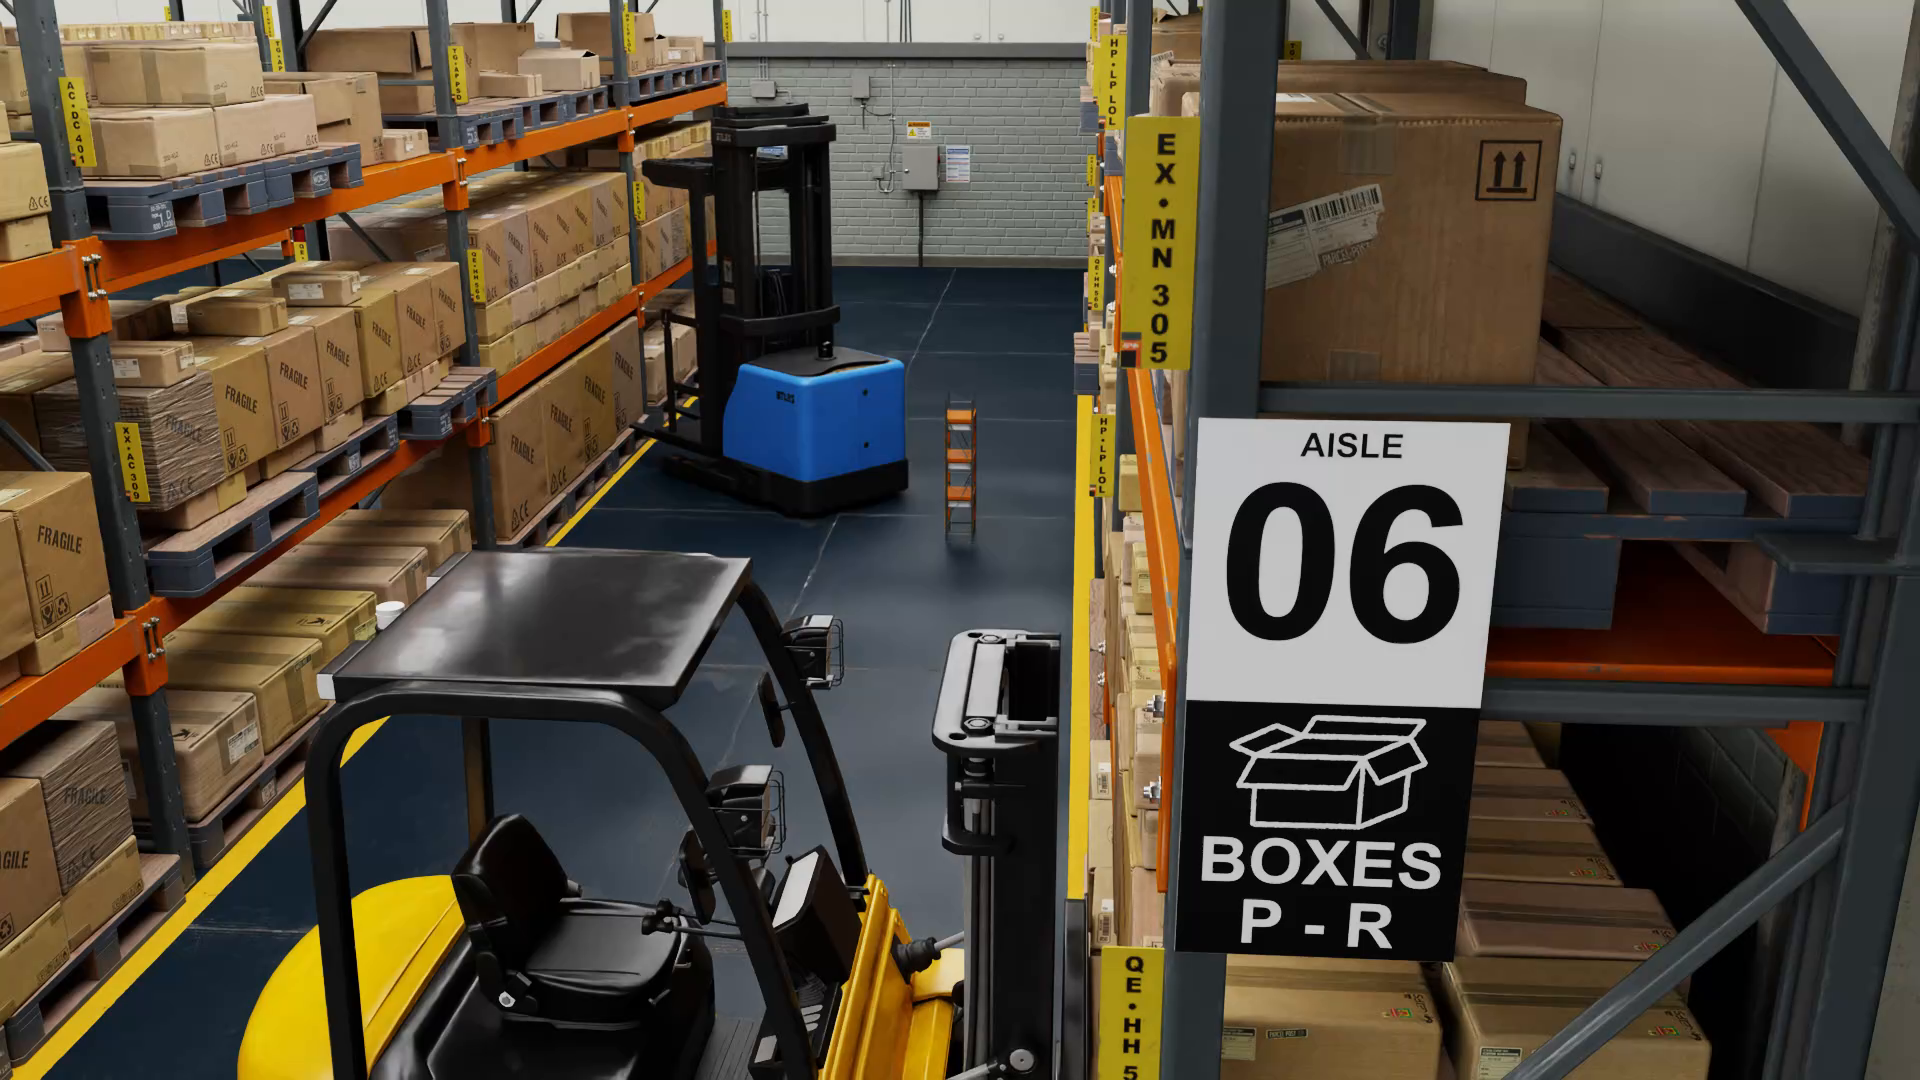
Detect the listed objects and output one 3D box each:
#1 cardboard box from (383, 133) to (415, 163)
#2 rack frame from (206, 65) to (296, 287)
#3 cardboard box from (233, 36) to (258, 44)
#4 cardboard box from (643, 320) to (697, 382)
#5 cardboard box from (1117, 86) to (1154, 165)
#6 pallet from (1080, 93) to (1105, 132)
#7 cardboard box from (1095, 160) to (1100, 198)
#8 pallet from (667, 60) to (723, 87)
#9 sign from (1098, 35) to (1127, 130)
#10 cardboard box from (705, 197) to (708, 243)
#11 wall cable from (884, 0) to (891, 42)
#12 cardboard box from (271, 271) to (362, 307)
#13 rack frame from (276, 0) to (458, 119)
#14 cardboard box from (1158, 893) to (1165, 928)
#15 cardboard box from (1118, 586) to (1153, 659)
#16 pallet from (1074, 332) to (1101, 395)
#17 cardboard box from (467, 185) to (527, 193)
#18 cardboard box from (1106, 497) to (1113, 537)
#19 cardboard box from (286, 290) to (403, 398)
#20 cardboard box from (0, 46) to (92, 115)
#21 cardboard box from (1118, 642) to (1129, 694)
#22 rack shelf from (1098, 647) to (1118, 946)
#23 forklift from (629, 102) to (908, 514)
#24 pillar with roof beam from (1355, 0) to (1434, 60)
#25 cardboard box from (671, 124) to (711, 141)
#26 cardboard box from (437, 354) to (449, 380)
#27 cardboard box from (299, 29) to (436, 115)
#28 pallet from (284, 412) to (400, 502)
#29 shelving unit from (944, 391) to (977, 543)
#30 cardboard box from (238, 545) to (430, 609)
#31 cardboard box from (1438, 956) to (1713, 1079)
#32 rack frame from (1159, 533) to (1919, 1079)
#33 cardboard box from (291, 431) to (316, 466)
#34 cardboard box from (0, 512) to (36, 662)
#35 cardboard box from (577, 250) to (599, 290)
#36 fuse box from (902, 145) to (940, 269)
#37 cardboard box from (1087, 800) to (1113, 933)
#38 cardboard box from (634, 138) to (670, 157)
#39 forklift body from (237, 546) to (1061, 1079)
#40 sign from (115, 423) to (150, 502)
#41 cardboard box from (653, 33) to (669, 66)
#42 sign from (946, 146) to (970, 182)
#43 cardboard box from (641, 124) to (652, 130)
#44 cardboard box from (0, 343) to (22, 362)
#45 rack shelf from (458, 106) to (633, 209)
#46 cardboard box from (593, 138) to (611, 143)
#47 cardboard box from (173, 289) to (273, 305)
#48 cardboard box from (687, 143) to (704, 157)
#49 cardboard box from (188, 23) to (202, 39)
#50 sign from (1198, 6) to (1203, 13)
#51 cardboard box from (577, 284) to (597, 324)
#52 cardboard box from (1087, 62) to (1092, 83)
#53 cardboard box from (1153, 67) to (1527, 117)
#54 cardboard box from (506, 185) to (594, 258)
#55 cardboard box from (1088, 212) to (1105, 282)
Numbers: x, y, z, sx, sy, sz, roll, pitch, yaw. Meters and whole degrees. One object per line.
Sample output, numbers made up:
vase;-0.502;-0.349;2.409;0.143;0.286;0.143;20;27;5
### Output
cardboard box;-3.398;-2.277;9.642;0.380;0.149;0.250;1;18;4
rack frame;-7.946;-3.715;18.444;1.000;3.000;0.127;1;18;4
cardboard box;-7.725;-5.158;17.468;0.500;0.250;0.500;1;18;2
cardboard box;-3.073;-1.846;16.181;0.875;0.438;0.875;1;18;2
cardboard box;0.898;-1.660;6.662;0.500;0.311;0.500;1;18;2
pallet;1.475;-3.097;12.042;1.213;0.211;1.003;1;18;4
cardboard box;1.541;-3.352;15.894;0.500;0.500;0.500;2;18;5
pallet;-3.044;-4.789;17.045;1.003;0.211;1.213;1;18;4
sign;0.547;-1.629;5.925;0.100;0.325;0.005;1;18;4
cardboard box;-2.850;-3.212;16.749;0.500;0.500;0.500;2;18;6
wall cable;-2.125;-8.242;22.625;2.355;3.000;0.029;1;18;4
cardboard box;-3.411;-1.334;8.821;0.380;0.149;0.250;0;18;1
rack frame;-3.575;-4.002;9.685;1.000;3.000;0.127;1;18;4
cardboard box;0.596;0.671;3.379;0.380;0.149;0.250;2;18;5
cardboard box;0.684;0.256;5.121;0.380;0.149;0.250;1;18;3
pallet;1.355;-1.163;10.962;1.213;0.211;1.003;1;18;4
cardboard box;-3.654;-2.472;12.883;0.500;0.500;0.500;1;18;3
cardboard box;0.869;-0.124;6.922;0.500;0.250;0.500;1;18;3
cardboard box;-3.392;-1.075;9.073;0.500;0.500;0.500;0;18;0
cardboard box;-3.948;-1.883;6.799;0.500;0.250;0.500;2;18;5
cardboard box;0.741;0.604;5.100;0.500;0.500;0.500;1;18;3
rack shelf;0.946;1.164;4.710;1.077;0.370;4.000;1;18;4
forklift;-1.774;-1.967;13.218;1.130;2.935;3.031;-16;24;-40
pillar with roof beam;-2.112;-3.564;8.347;9.100;9.000;0.400;1;18;4
cardboard box;-2.756;-4.190;17.084;0.380;0.149;0.250;1;18;3
cardboard box;-3.311;-1.040;10.007;0.380;0.149;0.250;2;18;5
cardboard box;-3.699;-2.946;10.439;0.797;0.503;0.637;0;18;1
pallet;-3.676;-0.444;8.770;1.003;0.211;1.213;1;18;4
shelving unit;0.004;-0.516;11.810;0.215;1.050;0.252;1;18;4
cardboard box;-3.671;0.302;9.729;0.950;0.372;0.625;1;18;3
cardboard box;1.040;0.846;2.843;0.380;0.149;0.250;1;18;3
rack frame;0.802;1.443;2.702;1.000;3.000;0.127;1;18;4
cardboard box;-3.457;-0.477;8.289;0.380;0.149;0.250;1;18;4
cardboard box;-3.676;0.206;5.840;0.500;0.500;0.500;2;18;6
cardboard box;-3.137;-2.101;12.956;0.500;0.250;0.500;2;18;5
fuse box;-0.536;-4.683;23.468;0.539;1.711;0.414;1;18;4
cardboard box;0.695;1.134;5.780;0.500;0.250;0.500;1;18;4
cardboard box;-2.901;-3.635;15.391;0.380;0.149;0.250;1;18;2
forklift body;-0.881;1.217;4.756;2.313;2.155;1.214;1;18;4
sign;-3.320;-0.311;6.664;0.100;0.325;0.005;1;18;4
cardboard box;-3.159;-4.802;16.253;0.500;0.311;0.500;2;18;5
sign;-0.029;-5.304;23.444;0.329;0.494;0.001;1;18;4
cardboard box;-3.384;-4.202;17.121;0.380;0.149;0.250;2;18;6
cardboard box;-8.084;-1.445;13.650;0.500;0.250;0.500;2;18;7
rack shelf;-3.432;-2.856;12.160;1.077;0.370;4.000;1;18;4
cardboard box;-3.447;-3.642;15.411;0.380;0.149;0.250;1;18;3
cardboard box;-3.900;-1.078;9.083;0.500;0.500;0.500;2;18;5
cardboard box;-2.846;-3.687;16.592;0.500;0.500;0.500;1;18;4
cardboard box;-7.799;-5.071;16.561;0.380;0.149;0.250;1;18;3
sign;2.502;-5.354;17.206;0.100;0.325;0.005;1;18;4
cardboard box;-3.162;-1.863;13.032;0.500;0.250;0.500;1;18;2
cardboard box;1.191;-3.674;13.068;0.380;0.149;0.250;1;18;5
cardboard box;0.764;-0.736;3.539;0.700;0.500;0.500;1;18;4
cardboard box;-3.156;-2.454;12.829;0.500;0.500;0.500;2;18;6
cardboard box;1.405;-2.386;13.552;0.700;0.500;0.500;2;18;5
